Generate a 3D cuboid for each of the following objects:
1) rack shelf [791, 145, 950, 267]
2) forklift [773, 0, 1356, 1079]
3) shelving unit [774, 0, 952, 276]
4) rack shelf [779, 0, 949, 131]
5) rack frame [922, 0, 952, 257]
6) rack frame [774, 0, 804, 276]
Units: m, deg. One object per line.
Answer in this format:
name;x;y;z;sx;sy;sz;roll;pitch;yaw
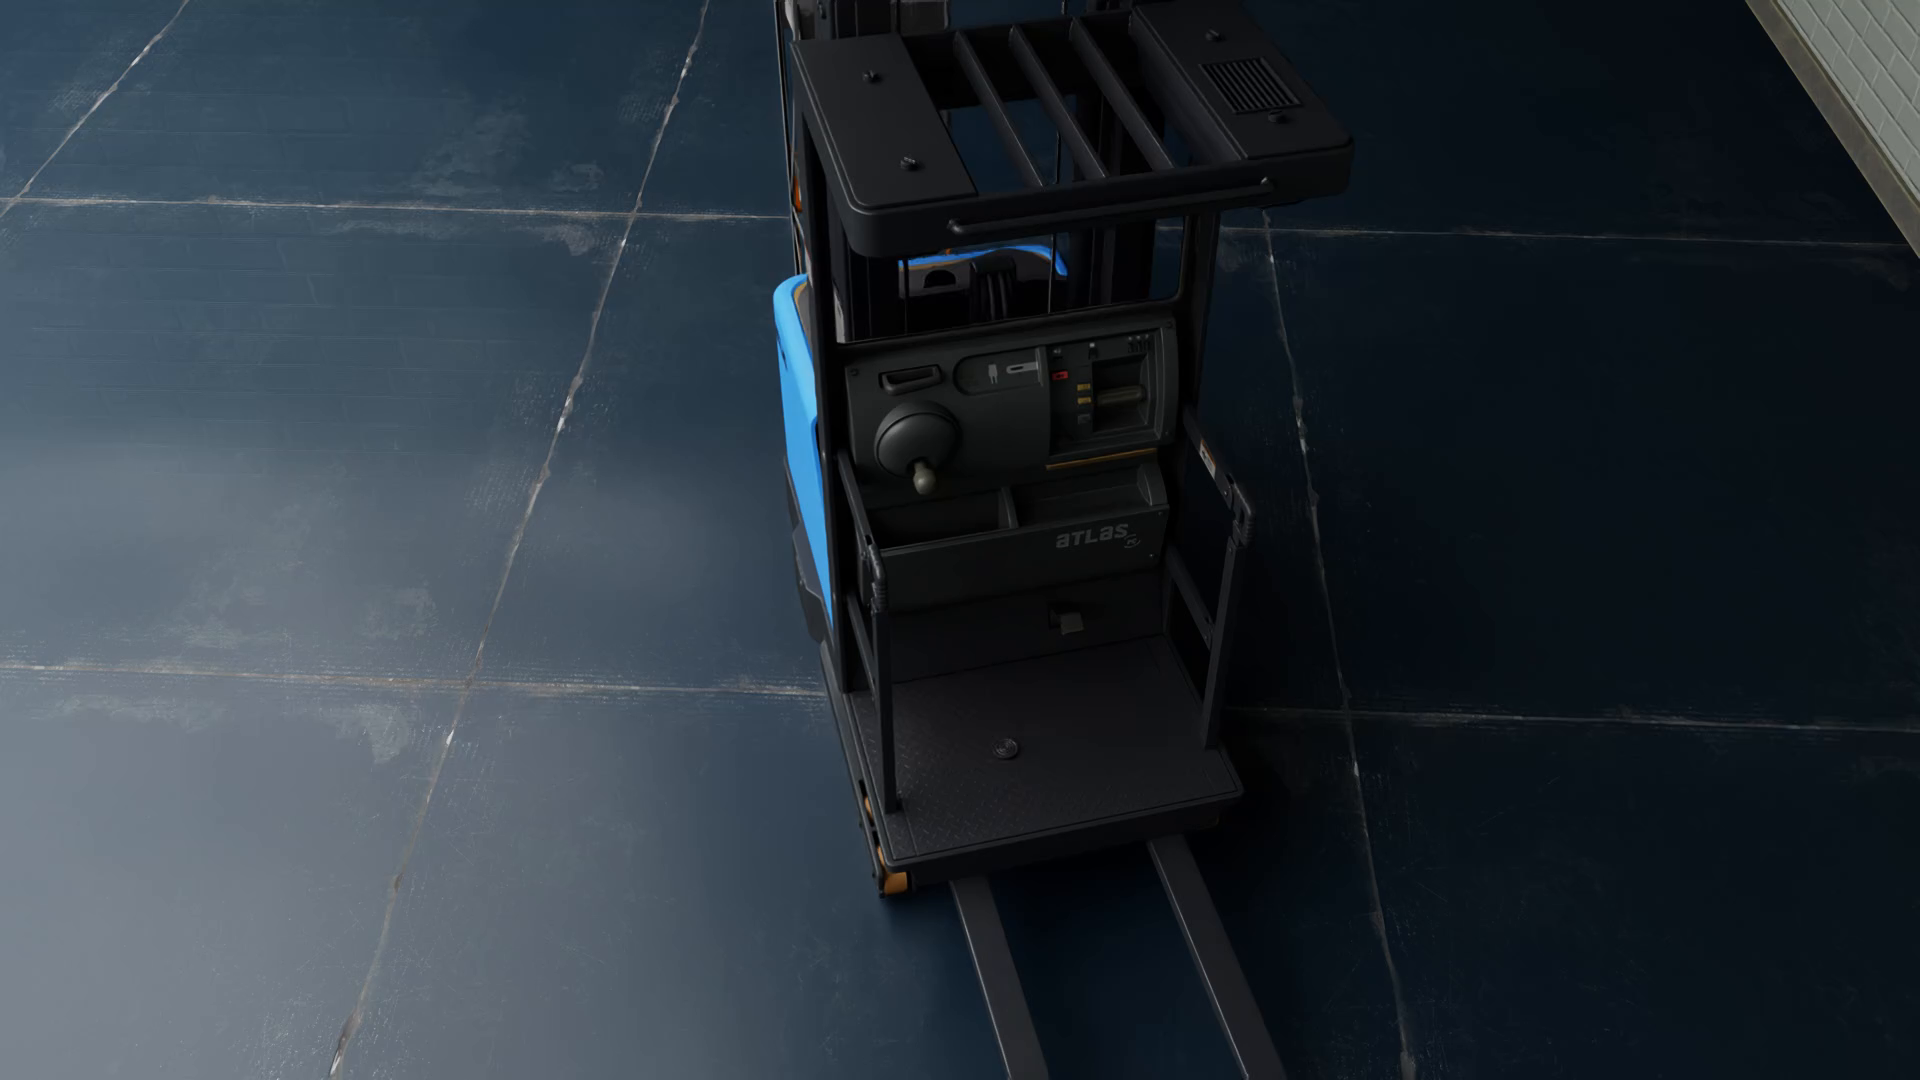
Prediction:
rack shelf;-0.321;-1.113;5.925;0.480;0.518;0.431;-10;44;-11
forklift;0.206;-0.285;4.405;1.130;2.935;3.031;-10;44;-10
shelving unit;-0.321;-1.123;5.915;0.503;2.100;0.431;-10;44;-11
rack shelf;-0.321;-1.626;5.448;0.480;0.518;0.431;-10;44;-11
rack frame;-0.085;-1.166;5.961;0.015;2.100;0.400;-10;44;-11
rack frame;-0.557;-1.081;5.870;0.015;2.100;0.400;-10;44;-11
